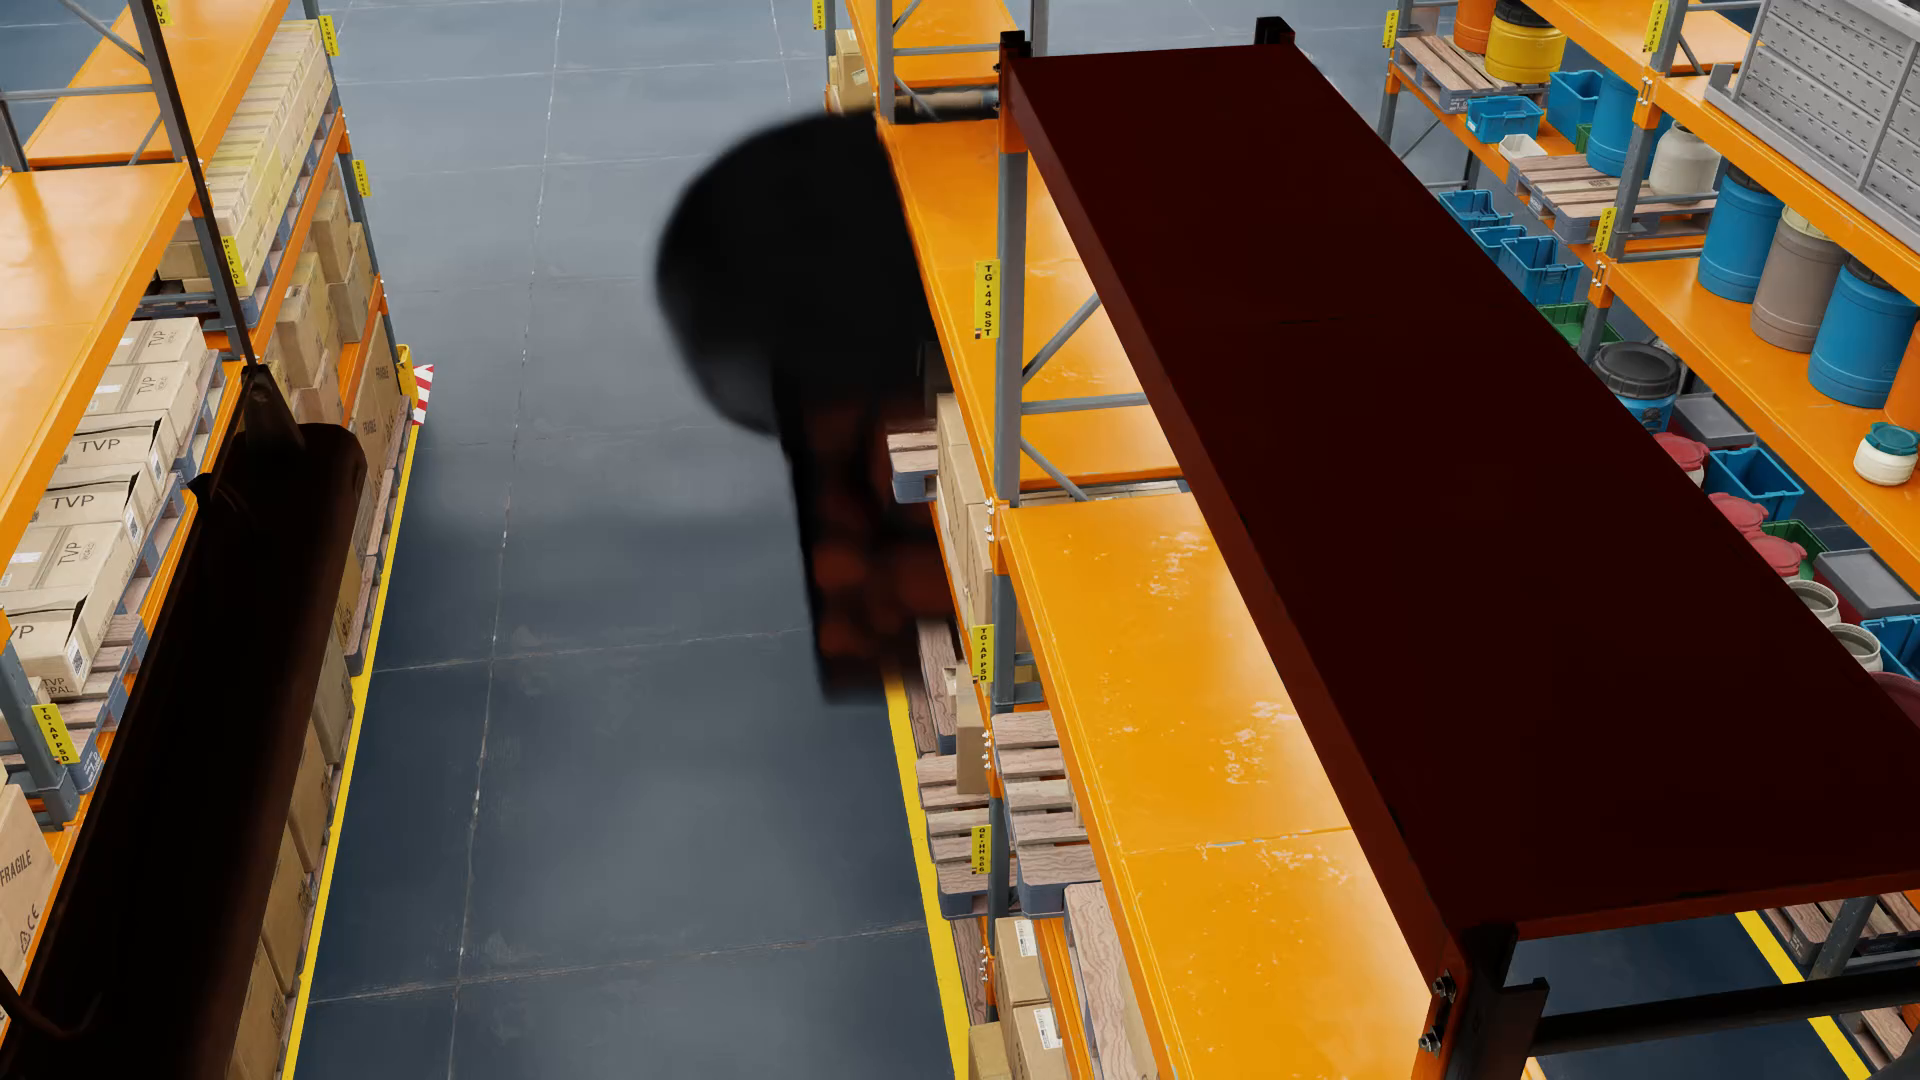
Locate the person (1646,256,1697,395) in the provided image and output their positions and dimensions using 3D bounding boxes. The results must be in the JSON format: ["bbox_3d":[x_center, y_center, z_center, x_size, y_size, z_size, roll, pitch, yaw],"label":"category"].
[{"bbox_3d":[6.113,-1.651,14.296,0.528,1.638,0.929,-6,37,-9],"label":"person"}]
